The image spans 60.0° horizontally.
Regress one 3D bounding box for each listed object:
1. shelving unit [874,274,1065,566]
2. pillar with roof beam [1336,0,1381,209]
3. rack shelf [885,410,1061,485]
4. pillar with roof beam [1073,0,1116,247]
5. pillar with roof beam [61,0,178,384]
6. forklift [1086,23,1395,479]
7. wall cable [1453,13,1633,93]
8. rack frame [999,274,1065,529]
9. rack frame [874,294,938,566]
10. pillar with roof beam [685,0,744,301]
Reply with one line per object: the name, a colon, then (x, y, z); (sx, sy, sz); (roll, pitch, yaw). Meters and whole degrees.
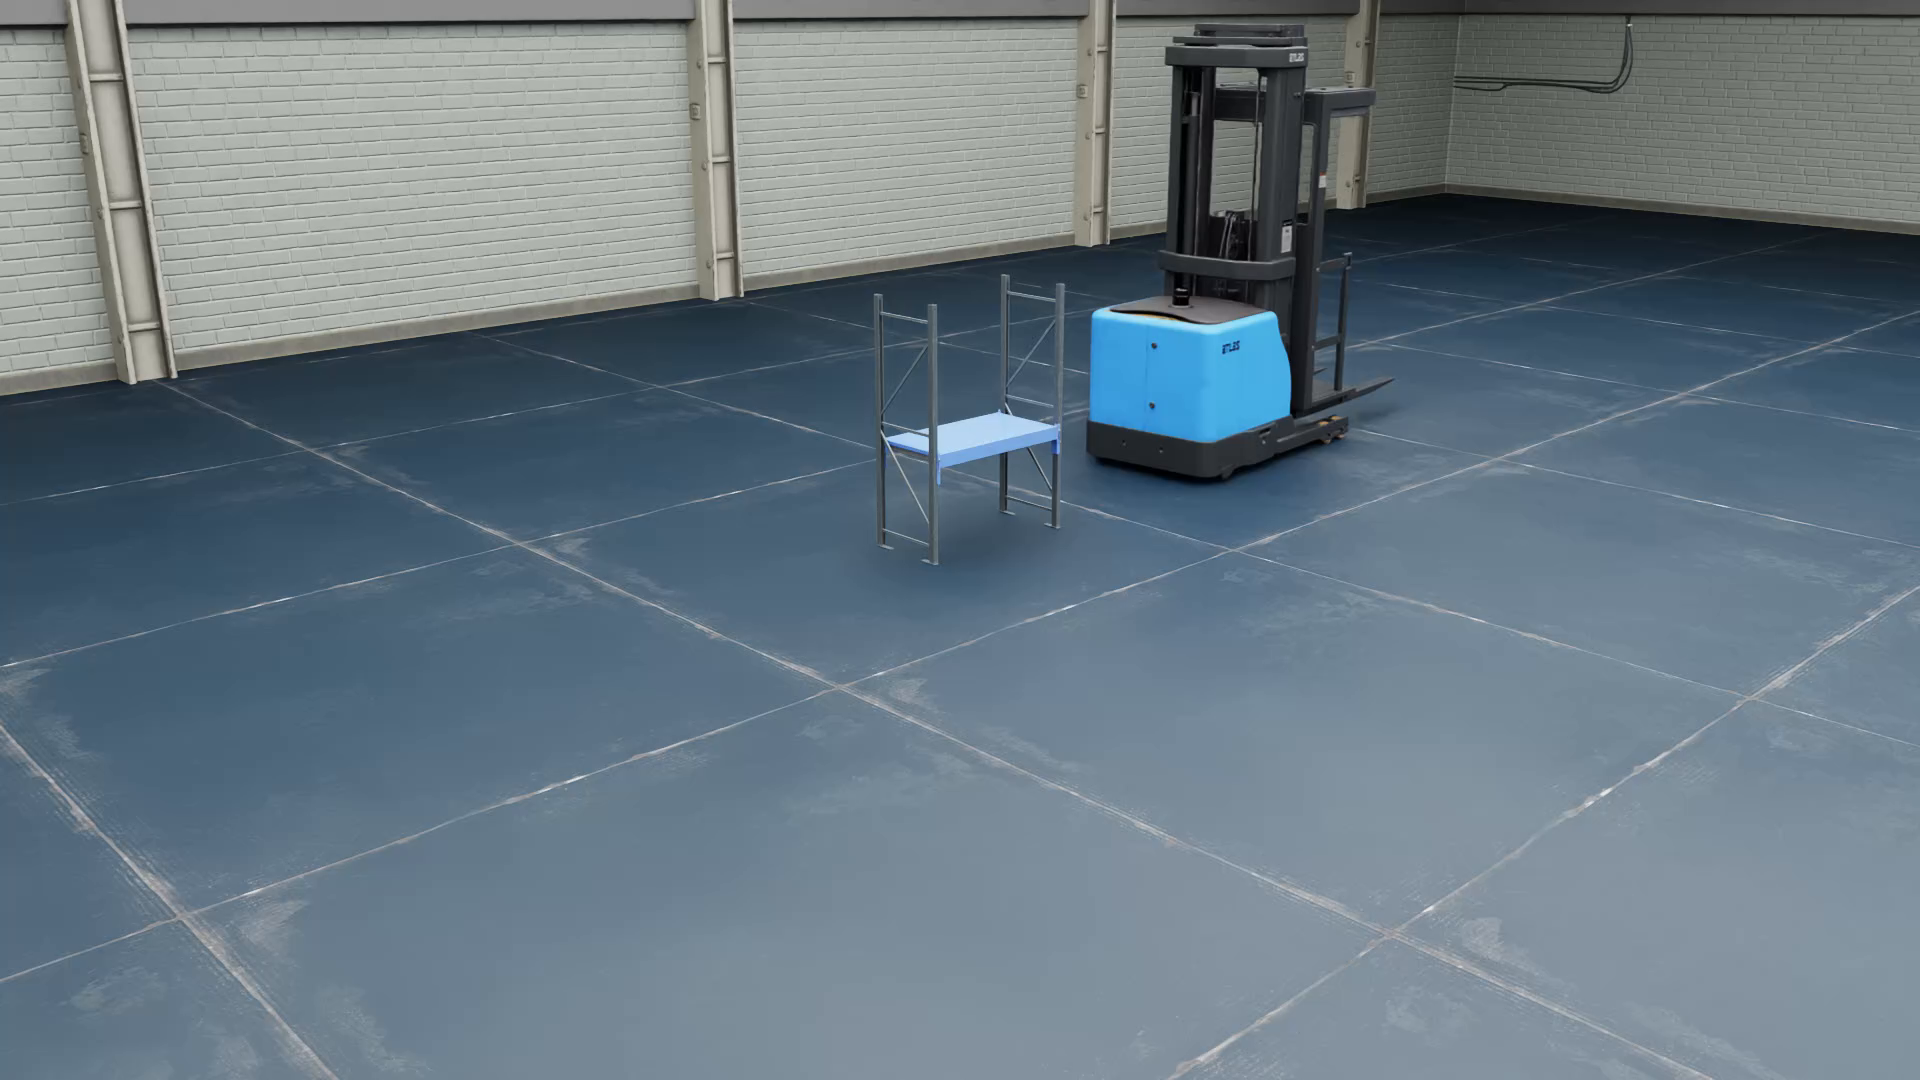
shelving unit: (0.062, -0.732, 9.809); (1.048, 1.500, 0.538); (-16, 24, -41)
pillar with roof beam: (9.065, -8.521, 21.675); (0.400, 9.000, 9.100); (-16, 24, -41)
rack shelf: (0.062, -0.560, 9.865); (1.000, 0.185, 0.538); (-16, 24, -41)
pillar with roof beam: (4.705, -7.249, 17.753); (0.400, 9.000, 9.100); (-16, 24, -41)
pillar with roof beam: (-4.014, -4.707, 9.911); (0.400, 9.000, 9.100); (-16, 24, -41)
forklift: (2.224, -2.186, 11.975); (1.130, 2.935, 3.031); (15, 23, 38)
wall cable: (9.156, -8.336, 26.140); (0.112, 2.526, 3.097); (-16, 24, -41)
rack frame: (0.431, -0.839, 10.141); (0.032, 1.500, 0.500); (-16, 24, -41)
rack frame: (-0.307, -0.624, 9.477); (0.032, 1.500, 0.500); (-16, 24, -41)
pillar with roof beam: (0.346, -5.978, 13.832); (0.400, 9.000, 9.100); (-16, 24, -41)
